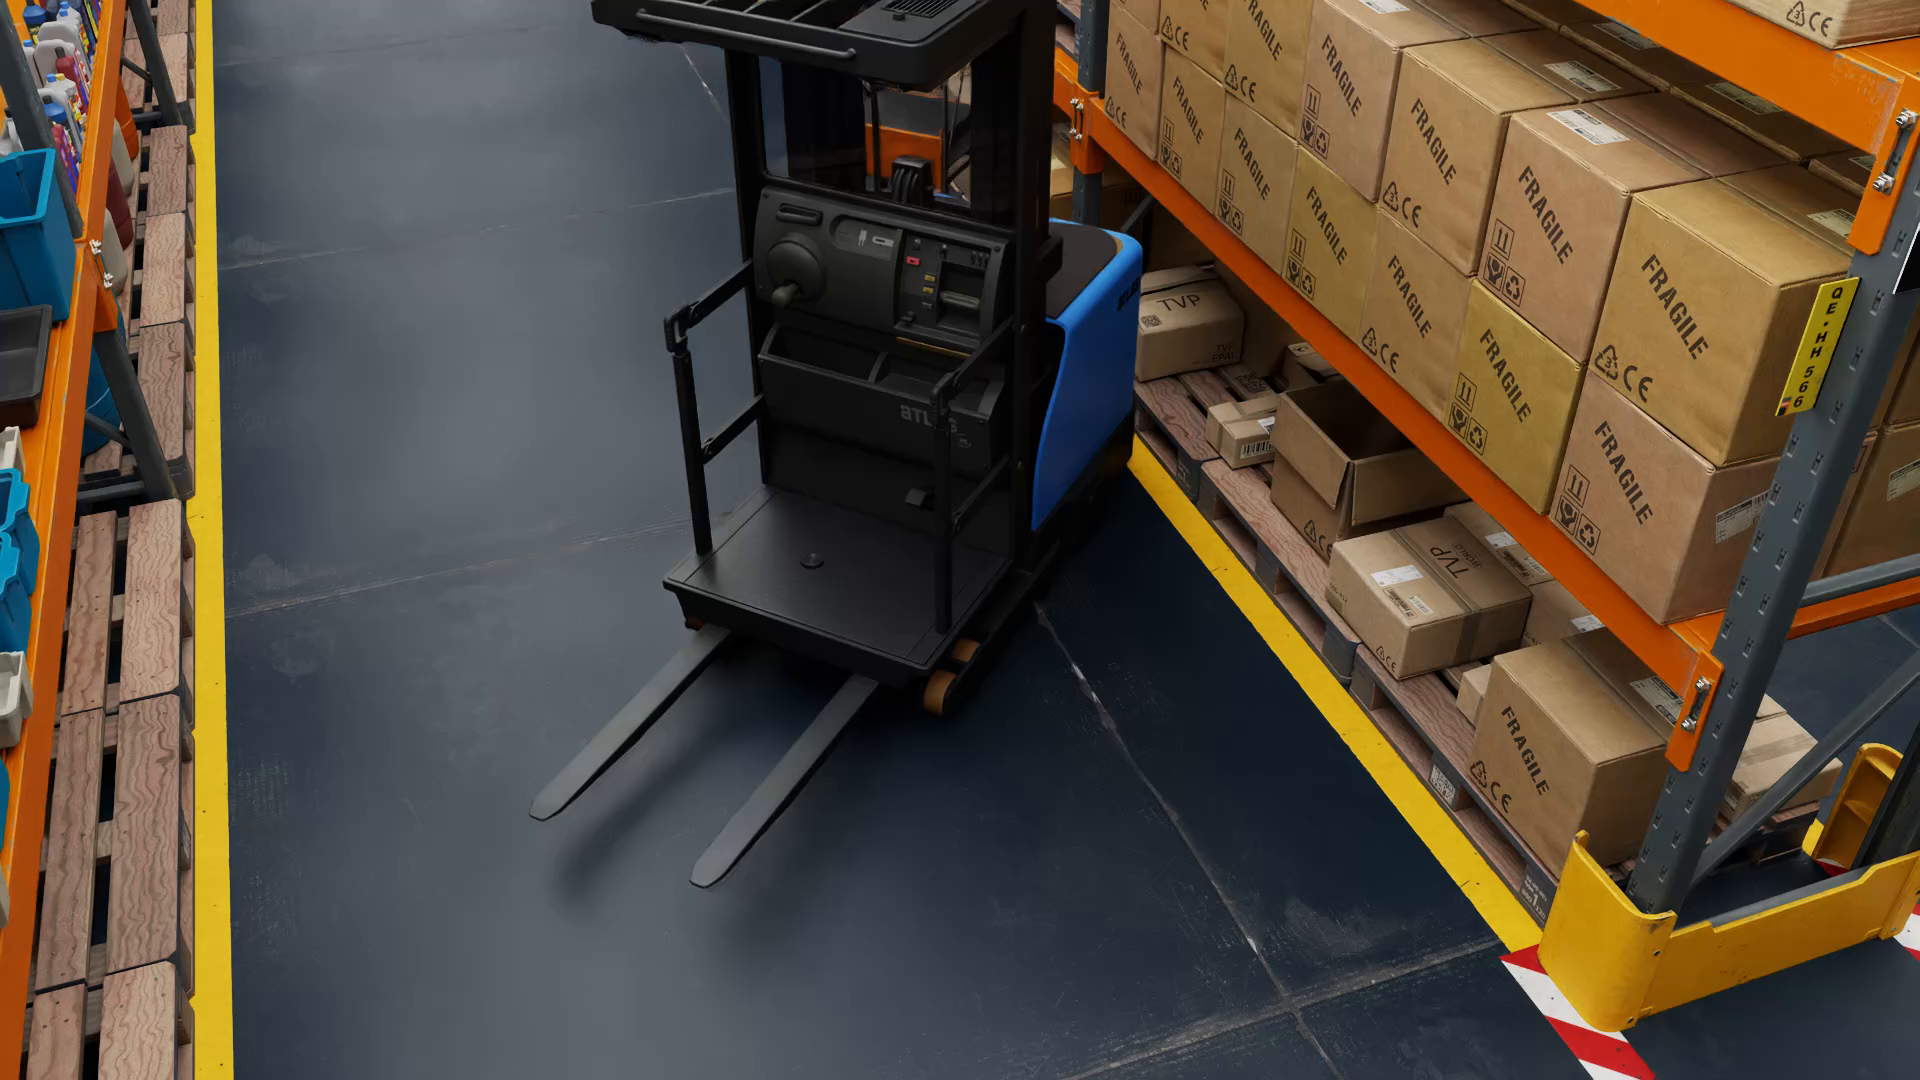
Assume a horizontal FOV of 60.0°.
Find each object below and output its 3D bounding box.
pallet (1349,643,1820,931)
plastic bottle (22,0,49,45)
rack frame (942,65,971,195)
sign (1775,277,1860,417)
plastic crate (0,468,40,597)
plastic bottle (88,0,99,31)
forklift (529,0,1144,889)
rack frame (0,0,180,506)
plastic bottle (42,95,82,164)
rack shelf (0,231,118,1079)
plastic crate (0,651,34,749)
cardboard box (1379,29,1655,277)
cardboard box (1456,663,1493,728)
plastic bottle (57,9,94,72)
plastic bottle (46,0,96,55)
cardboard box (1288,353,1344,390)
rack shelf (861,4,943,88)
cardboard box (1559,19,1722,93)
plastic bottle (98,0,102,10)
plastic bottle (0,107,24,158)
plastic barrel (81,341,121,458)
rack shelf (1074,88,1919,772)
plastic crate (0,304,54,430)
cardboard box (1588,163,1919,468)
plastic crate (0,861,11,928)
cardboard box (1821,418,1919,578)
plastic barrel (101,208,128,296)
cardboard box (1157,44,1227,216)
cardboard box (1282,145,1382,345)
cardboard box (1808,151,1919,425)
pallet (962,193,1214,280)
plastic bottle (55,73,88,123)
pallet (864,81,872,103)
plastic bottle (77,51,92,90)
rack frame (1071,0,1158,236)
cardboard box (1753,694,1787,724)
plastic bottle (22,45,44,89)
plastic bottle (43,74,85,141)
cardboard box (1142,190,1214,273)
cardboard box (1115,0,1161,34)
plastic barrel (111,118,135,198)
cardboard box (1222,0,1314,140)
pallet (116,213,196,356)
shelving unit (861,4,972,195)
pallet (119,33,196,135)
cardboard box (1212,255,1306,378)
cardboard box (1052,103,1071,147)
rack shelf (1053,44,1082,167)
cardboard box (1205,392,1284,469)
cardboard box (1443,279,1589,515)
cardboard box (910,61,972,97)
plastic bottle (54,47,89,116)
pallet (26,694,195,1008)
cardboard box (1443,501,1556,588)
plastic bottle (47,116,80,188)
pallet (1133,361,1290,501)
[{"bbox_3d":[2.070,0.694,5.653,1.003,0.211,1.213,-12,39,-16],"label":"pallet"},{"bbox_3d":[-4.074,-2.257,7.360,0.097,0.271,0.097,0,37,0],"label":"plastic bottle"},{"bbox_3d":[0.018,-1.592,7.117,0.015,2.100,0.400,15,40,19],"label":"rack frame"},{"bbox_3d":[1.844,-0.412,3.579,0.100,0.325,0.005,-12,39,-16],"label":"sign"},{"bbox_3d":[-2.613,0.019,4.321,0.416,0.233,0.300,-12,39,-16],"label":"plastic crate"},{"bbox_3d":[-4.085,-2.518,7.641,0.144,0.351,0.185,-12,39,-16],"label":"plastic bottle"},{"bbox_3d":[-0.377,-0.850,5.442,1.130,2.935,3.031,17,40,21],"label":"forklift"},{"bbox_3d":[-3.657,-1.163,5.801,1.000,3.000,0.127,-12,39,-16],"label":"rack frame"},{"bbox_3d":[-3.519,-1.599,6.486,0.097,0.271,0.097,0,37,0],"label":"plastic bottle"},{"bbox_3d":[-2.969,0.254,4.517,1.077,0.370,4.000,-12,39,-16],"label":"rack shelf"},{"bbox_3d":[-2.322,0.389,3.910,0.250,0.136,0.298,-12,39,-16],"label":"plastic crate"},{"bbox_3d":[1.603,-1.138,4.853,0.500,0.500,0.500,-11,38,-15],"label":"cardboard box"},{"bbox_3d":[1.898,0.526,5.548,0.380,0.166,0.250,-12,39,-16],"label":"cardboard box"},{"bbox_3d":[-3.871,-2.177,7.254,0.097,0.271,0.097,0,37,0],"label":"plastic bottle"},{"bbox_3d":[-3.975,-2.339,7.403,0.144,0.351,0.185,-12,39,-16],"label":"plastic bottle"},{"bbox_3d":[1.716,-0.601,6.924,0.500,0.311,0.500,-12,39,-16],"label":"cardboard box"},{"bbox_3d":[-0.204,-2.202,6.786,0.480,0.518,0.431,15,40,19],"label":"rack shelf"},{"bbox_3d":[2.112,-1.249,5.000,0.500,0.500,0.500,-12,39,-15],"label":"cardboard box"},{"bbox_3d":[-4.157,-2.619,7.899,0.097,0.201,0.097,0,37,0],"label":"plastic bottle"},{"bbox_3d":[-3.488,-1.432,6.199,0.144,0.351,0.185,-12,39,-16],"label":"plastic bottle"},{"bbox_3d":[-3.828,-0.803,6.718,0.600,0.901,0.708,-12,39,-16],"label":"plastic barrel"},{"bbox_3d":[1.683,-0.769,5.876,1.077,0.370,4.000,-12,39,-16],"label":"rack shelf"},{"bbox_3d":[-3.020,-0.500,5.100,0.437,0.125,0.590,-12,39,-16],"label":"plastic crate"},{"bbox_3d":[1.960,-0.560,4.087,0.500,0.500,0.500,-13,39,-16],"label":"cardboard box"},{"bbox_3d":[-2.089,0.772,3.401,0.250,0.136,0.298,-12,39,-16],"label":"plastic crate"},{"bbox_3d":[2.466,-0.272,4.535,0.500,0.500,0.500,-12,39,-15],"label":"cardboard box"},{"bbox_3d":[-4.182,-1.385,7.815,0.421,0.512,0.421,0,37,0],"label":"plastic barrel"},{"bbox_3d":[1.094,-1.593,6.289,0.500,0.500,0.500,-12,39,-15],"label":"cardboard box"},{"bbox_3d":[1.440,-1.023,5.532,0.500,0.500,0.500,-13,39,-17],"label":"cardboard box"},{"bbox_3d":[2.466,-0.671,4.234,0.500,0.500,0.500,-11,38,-15],"label":"cardboard box"},{"bbox_3d":[0.680,-1.524,8.598,1.003,0.211,1.213,-12,39,-16],"label":"pallet"},{"bbox_3d":[-3.666,-1.812,6.827,0.097,0.201,0.097,0,37,0],"label":"plastic bottle"},{"bbox_3d":[-0.160,-2.902,10.428,1.003,0.211,1.213,-12,39,-16],"label":"pallet"},{"bbox_3d":[-3.791,-2.018,7.101,0.097,0.201,0.097,0,37,0],"label":"plastic bottle"},{"bbox_3d":[0.995,-2.186,7.159,1.000,3.000,0.127,-12,39,-16],"label":"rack frame"},{"bbox_3d":[2.464,0.580,5.476,0.380,0.166,0.250,-12,39,-16],"label":"cardboard box"},{"bbox_3d":[-3.920,-1.945,6.942,0.152,0.276,0.135,-12,39,-16],"label":"plastic bottle"},{"bbox_3d":[-3.599,-1.730,6.660,0.097,0.271,0.097,0,37,0],"label":"plastic bottle"},{"bbox_3d":[1.057,-1.687,8.209,0.500,0.500,0.500,-14,39,-18],"label":"cardboard box"},{"bbox_3d":[0.893,-2.301,6.398,0.500,0.500,0.500,-11,38,-15],"label":"cardboard box"},{"bbox_3d":[-4.571,-2.023,8.662,0.421,0.512,0.421,0,37,0],"label":"plastic barrel"},{"bbox_3d":[1.248,-1.719,5.625,0.500,0.500,0.500,-14,39,-17],"label":"cardboard box"},{"bbox_3d":[-4.307,-1.184,8.146,1.003,0.211,1.213,-12,39,-16],"label":"pallet"},{"bbox_3d":[-0.204,-1.653,7.198,0.503,2.100,0.431,15,40,19],"label":"shelving unit"},{"bbox_3d":[-5.264,-2.754,10.231,1.003,0.211,1.213,-12,39,-16],"label":"pallet"},{"bbox_3d":[1.458,-1.100,7.430,0.500,0.500,0.500,-12,39,-16],"label":"cardboard box"},{"bbox_3d":[0.394,-1.864,8.443,0.500,0.500,0.500,-12,39,-16],"label":"cardboard box"},{"bbox_3d":[0.307,-3.029,8.876,1.077,0.370,4.000,-12,39,-16],"label":"rack shelf"},{"bbox_3d":[1.244,-0.462,6.859,0.380,0.166,0.250,-12,39,-16],"label":"cardboard box"},{"bbox_3d":[1.780,-0.456,4.779,0.500,0.500,0.500,-12,39,-16],"label":"cardboard box"},{"bbox_3d":[0.045,-2.434,9.200,0.500,0.500,0.500,-14,39,-17],"label":"cardboard box"},{"bbox_3d":[-3.688,-1.913,6.894,0.061,0.283,0.133,-12,39,-16],"label":"plastic bottle"},{"bbox_3d":[-2.944,1.049,5.182,1.003,0.211,1.213,-12,39,-16],"label":"pallet"},{"bbox_3d":[2.107,0.065,6.090,0.500,0.250,0.500,-12,39,-16],"label":"cardboard box"},{"bbox_3d":[-3.429,-1.487,6.328,0.061,0.283,0.133,-12,39,-16],"label":"plastic bottle"},{"bbox_3d":[1.231,-0.684,7.483,1.003,0.211,1.213,-12,39,-16],"label":"pallet"}]
